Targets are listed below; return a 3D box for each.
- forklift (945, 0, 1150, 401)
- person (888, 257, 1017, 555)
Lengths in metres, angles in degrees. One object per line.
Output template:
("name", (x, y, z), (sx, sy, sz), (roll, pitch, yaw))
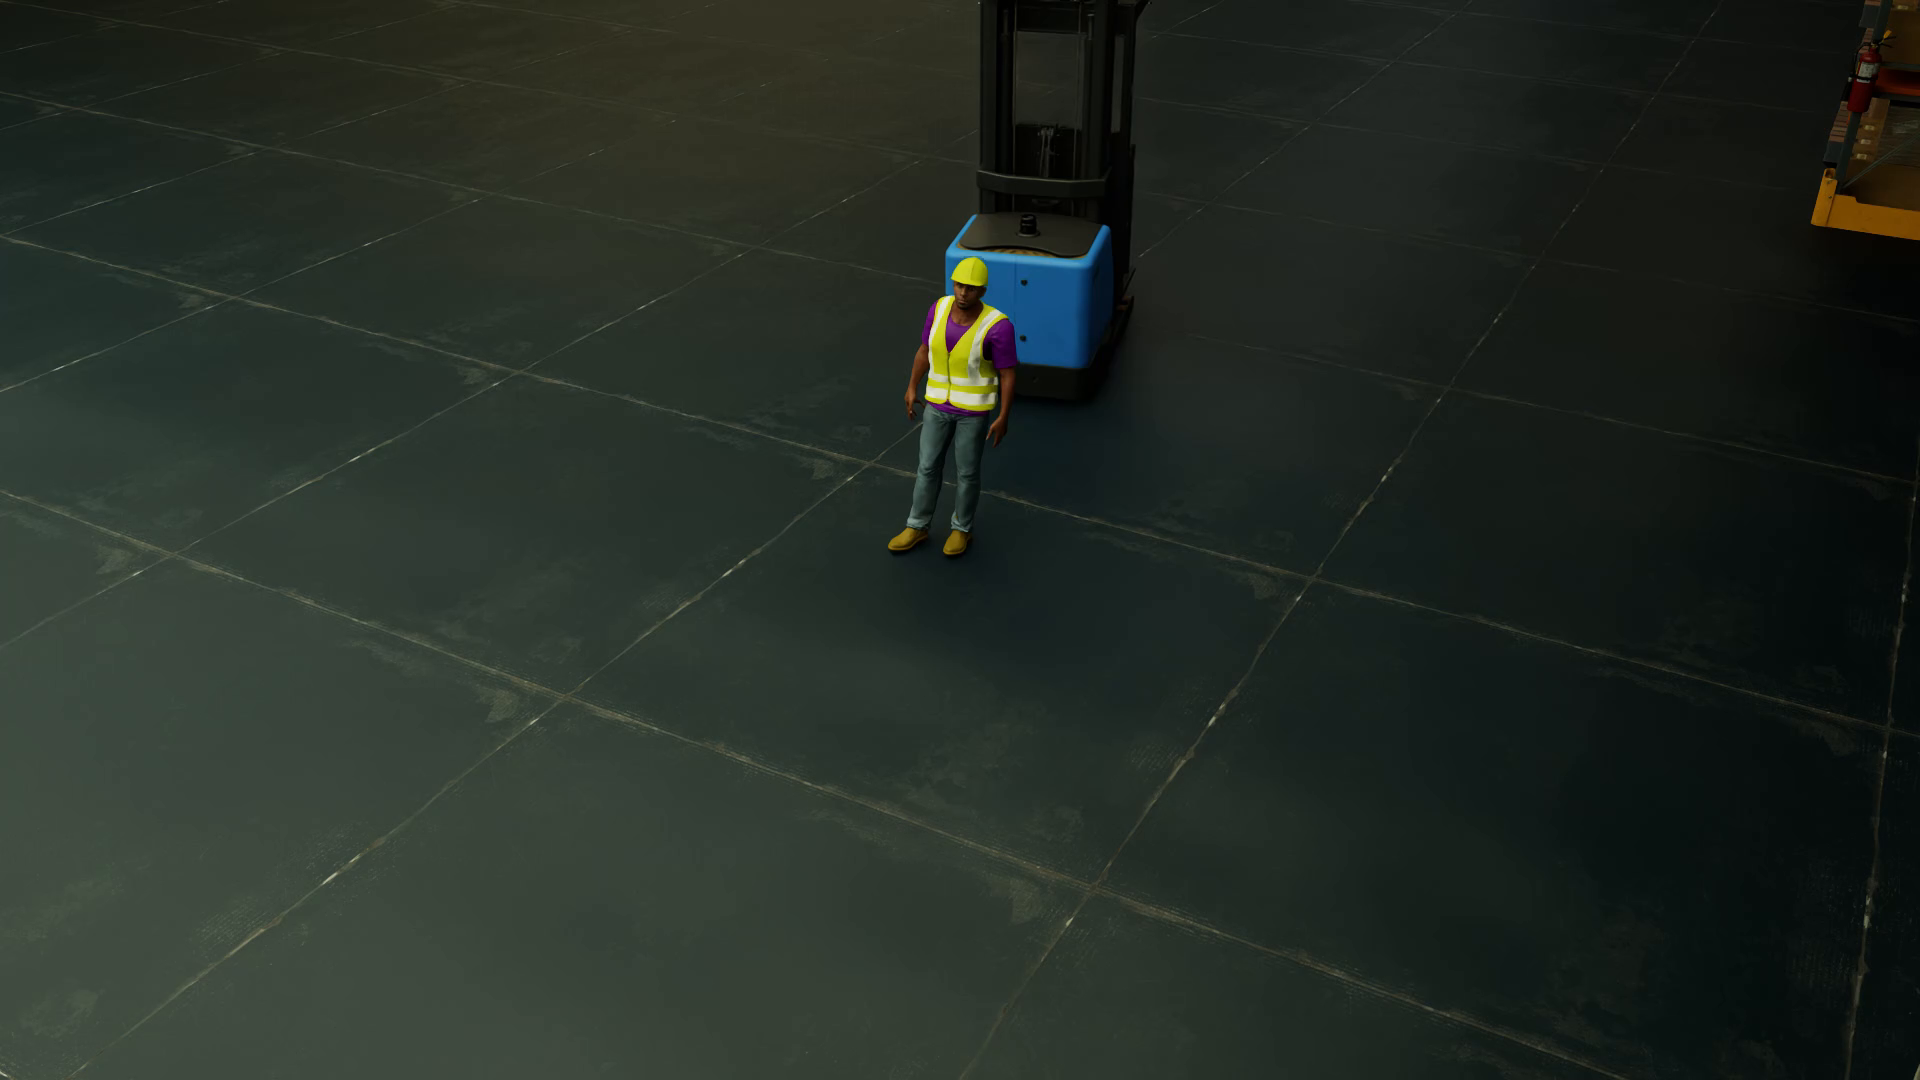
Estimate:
("forklift", (0.741, -2.960, 12.200), (1.130, 2.935, 3.031), (7, 31, 12))
("person", (-0.038, -0.741, 9.507), (0.666, 1.768, 0.575), (15, 33, 25))
